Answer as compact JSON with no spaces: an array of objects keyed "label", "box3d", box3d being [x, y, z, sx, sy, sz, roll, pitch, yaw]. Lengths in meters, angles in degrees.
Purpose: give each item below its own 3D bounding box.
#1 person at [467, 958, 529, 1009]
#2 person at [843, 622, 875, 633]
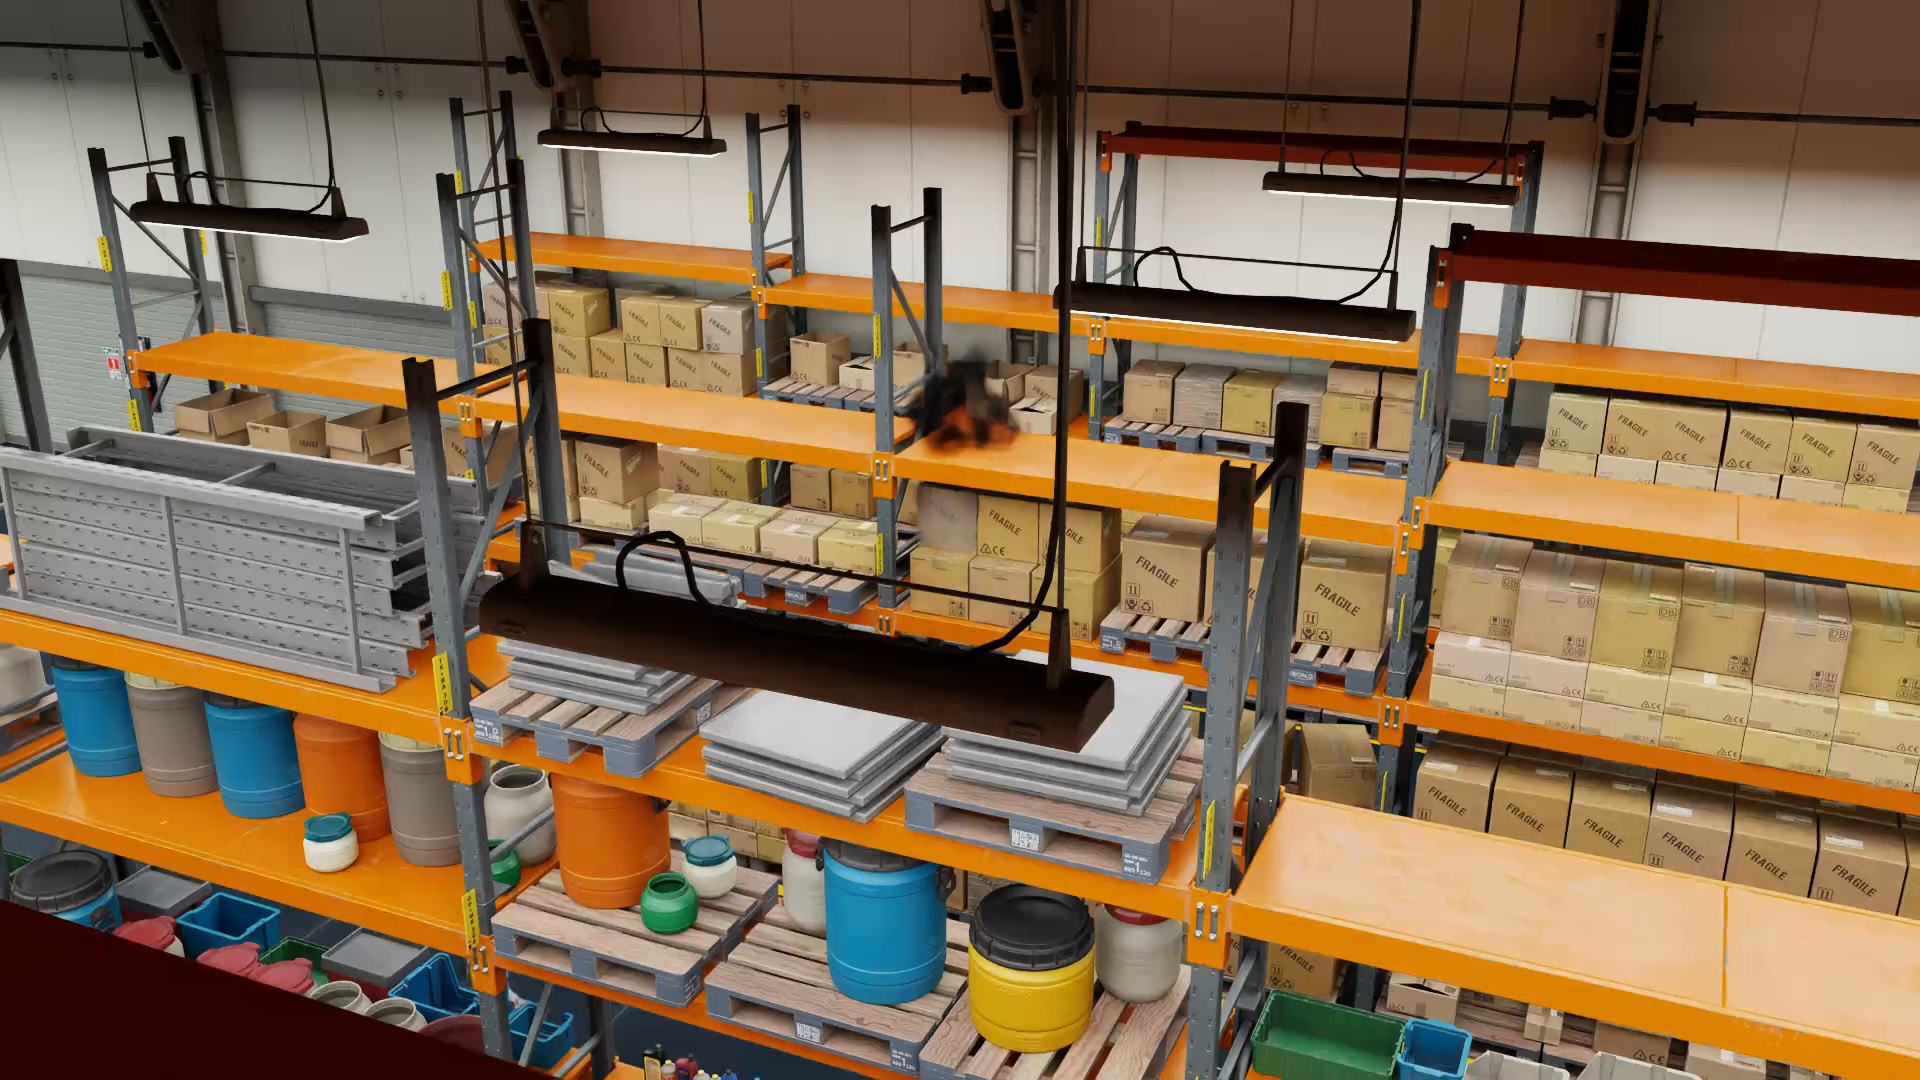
[{"label":"person","box3d":[-3.461,2.955,12.468,0.580,1.647,0.614,7,22,18]},{"label":"person","box3d":[-0.985,1.280,16.715,0.826,1.840,0.650,4,21,12]}]
